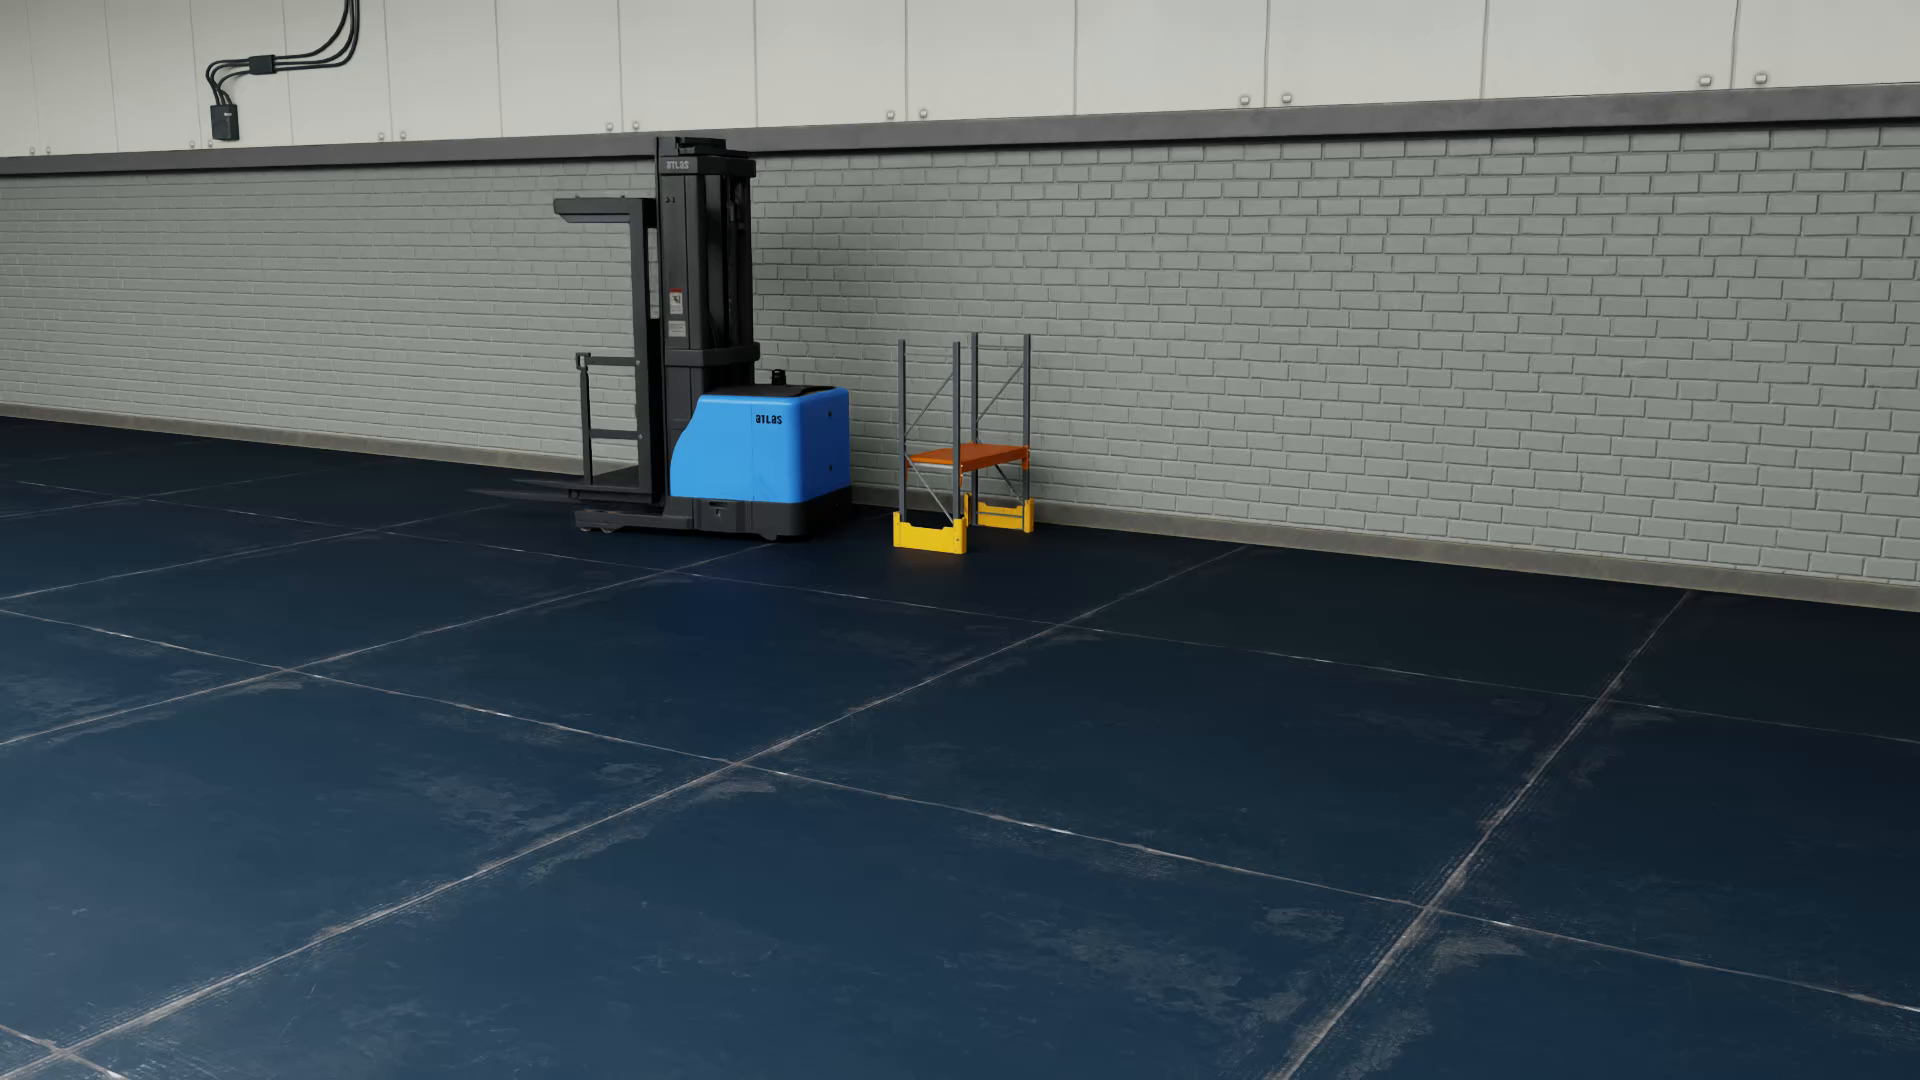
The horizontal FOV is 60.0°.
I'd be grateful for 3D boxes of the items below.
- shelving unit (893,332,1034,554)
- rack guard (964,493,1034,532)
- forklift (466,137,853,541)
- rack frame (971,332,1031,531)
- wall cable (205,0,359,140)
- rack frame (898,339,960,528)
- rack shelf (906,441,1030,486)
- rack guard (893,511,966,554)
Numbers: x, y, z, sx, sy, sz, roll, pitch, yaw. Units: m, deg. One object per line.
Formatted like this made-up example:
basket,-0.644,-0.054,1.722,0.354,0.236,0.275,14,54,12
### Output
shelving unit,0.040,-0.749,12.295,0.587,1.500,1.083,6,12,31
rack guard,0.298,-0.213,12.828,0.587,0.250,0.087,6,12,31
forklift,-2.413,-1.580,12.843,3.031,2.935,1.130,4,11,20
rack frame,0.308,-0.831,12.729,0.500,1.500,0.032,6,12,31
wall cable,-6.867,-7.063,16.398,2.305,6.003,0.169,6,12,31
rack frame,-0.220,-0.671,11.875,0.500,1.500,0.032,6,12,31
rack shelf,0.044,-0.574,12.335,0.538,0.185,1.000,6,12,31
rack guard,-0.219,-0.057,11.991,0.587,0.250,0.087,6,12,31
